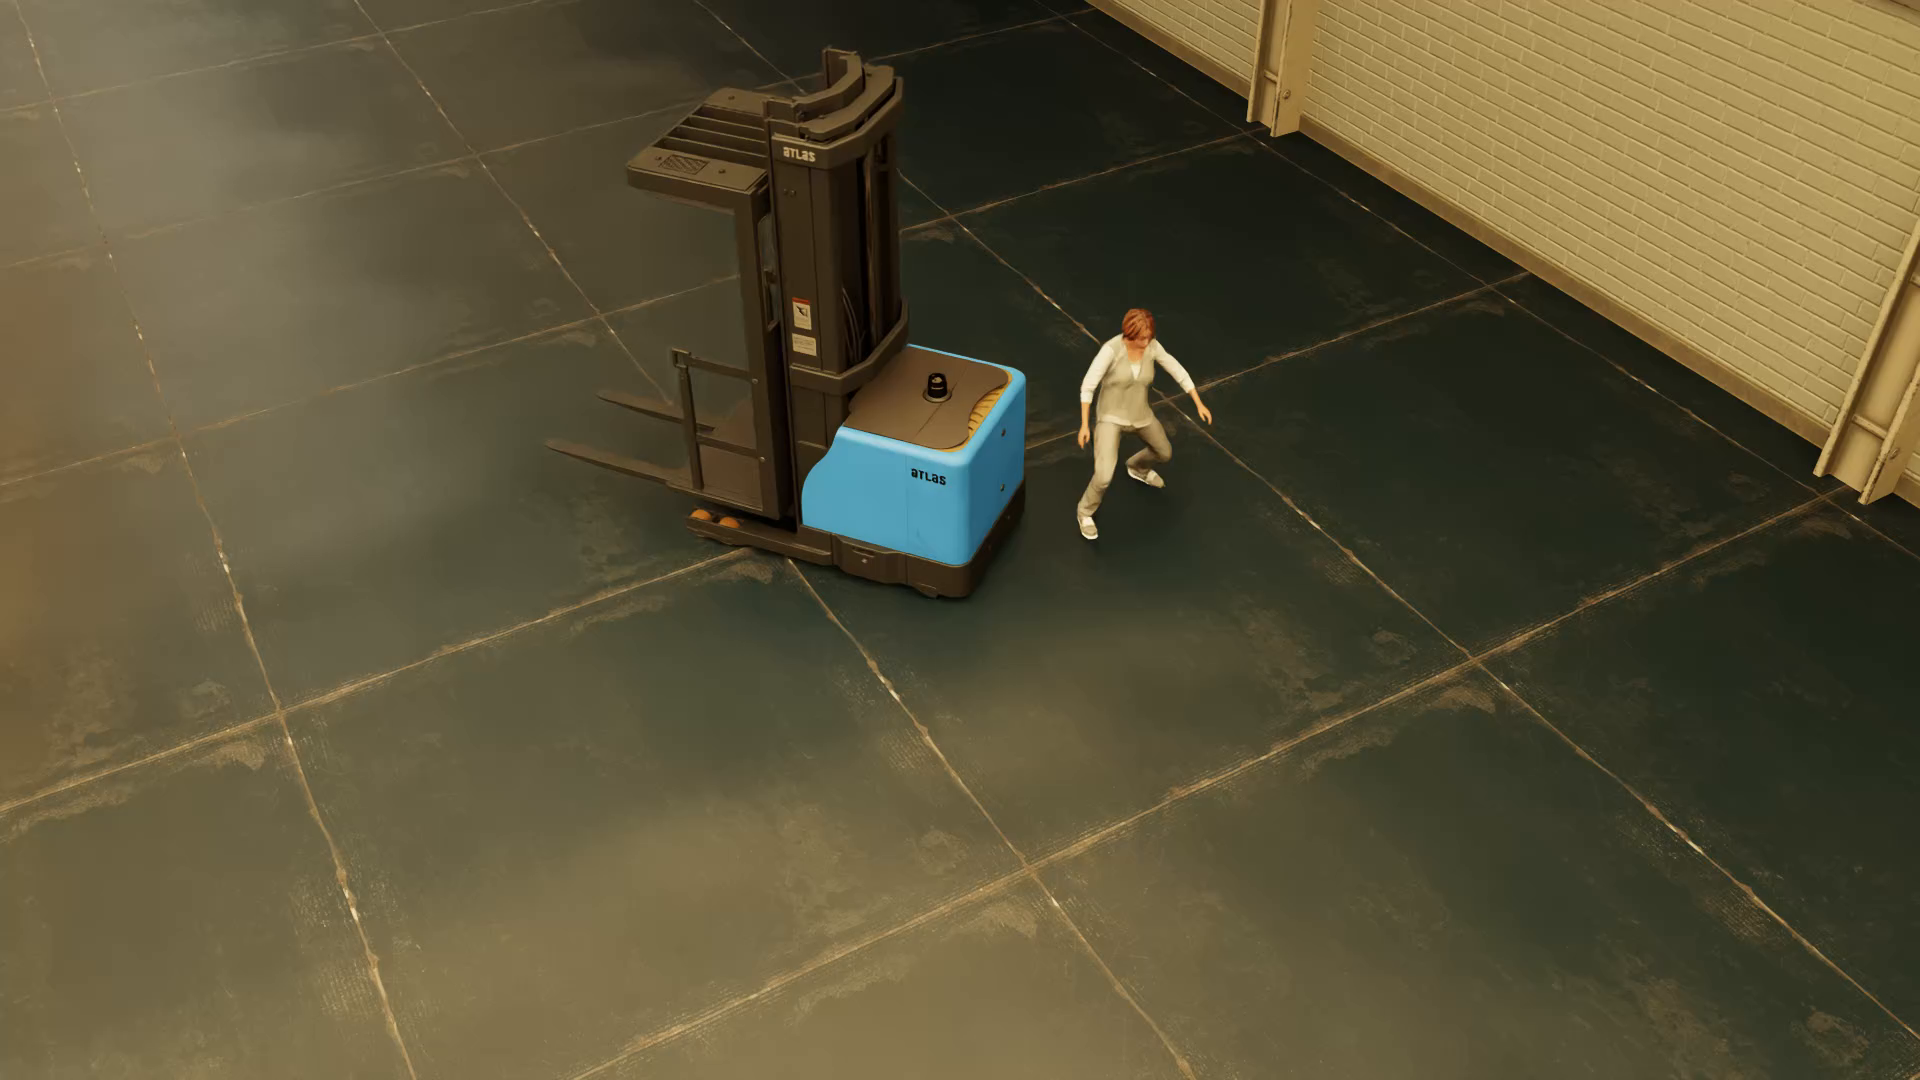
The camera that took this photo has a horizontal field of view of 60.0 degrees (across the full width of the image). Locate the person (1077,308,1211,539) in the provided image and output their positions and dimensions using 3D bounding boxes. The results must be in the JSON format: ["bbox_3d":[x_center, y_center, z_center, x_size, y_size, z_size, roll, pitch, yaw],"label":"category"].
[{"bbox_3d":[1.065,-0.764,10.140,0.822,1.465,0.651,-12,41,-14],"label":"person"}]

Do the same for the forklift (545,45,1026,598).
[{"bbox_3d":[-1.159,-1.395,9.718,3.031,2.935,1.130,15,42,17],"label":"forklift"}]
